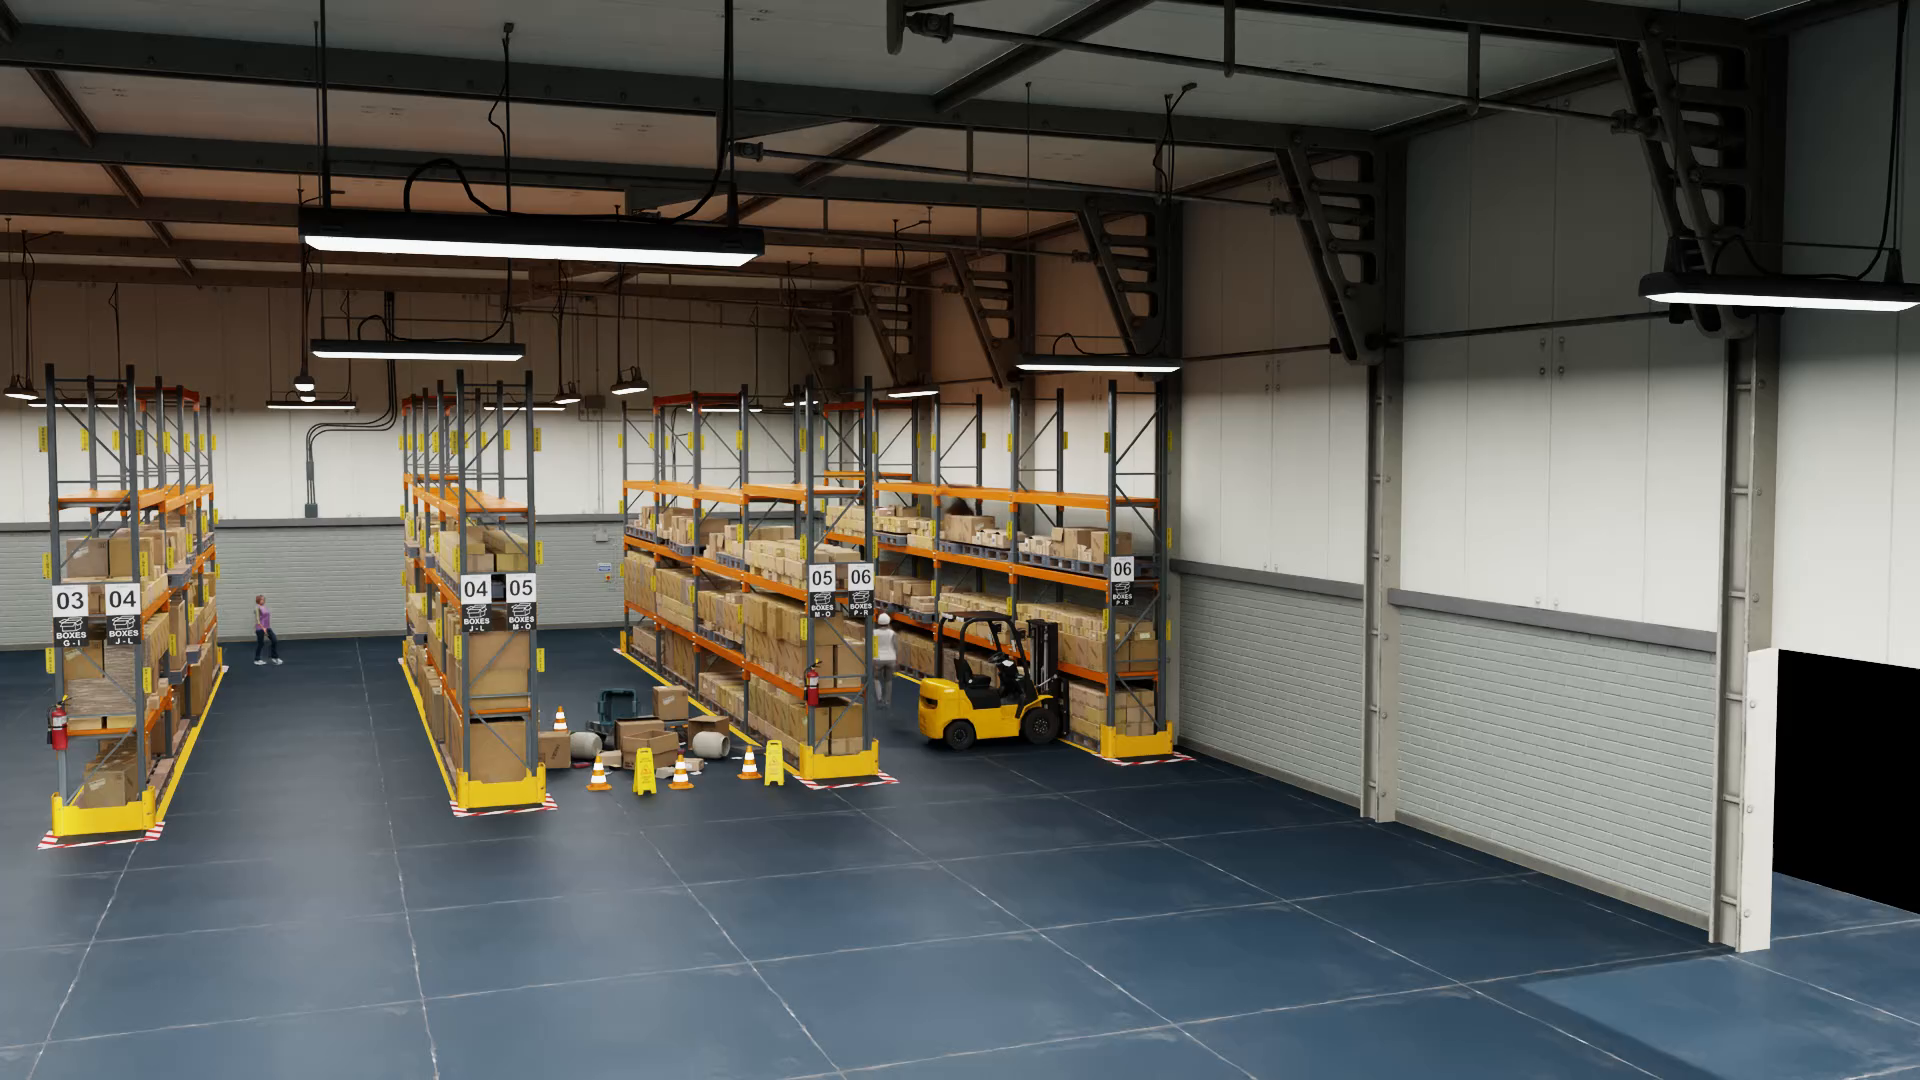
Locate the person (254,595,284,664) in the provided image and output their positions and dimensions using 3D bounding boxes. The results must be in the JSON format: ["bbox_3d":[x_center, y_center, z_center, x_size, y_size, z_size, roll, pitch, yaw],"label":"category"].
[{"bbox_3d":[-15.623,2.020,37.366,0.592,1.594,0.529,1,4,18],"label":"person"}]

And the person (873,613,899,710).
[{"bbox_3d":[-1.392,2.203,30.270,0.555,1.759,0.470,0,3,-7],"label":"person"}]
